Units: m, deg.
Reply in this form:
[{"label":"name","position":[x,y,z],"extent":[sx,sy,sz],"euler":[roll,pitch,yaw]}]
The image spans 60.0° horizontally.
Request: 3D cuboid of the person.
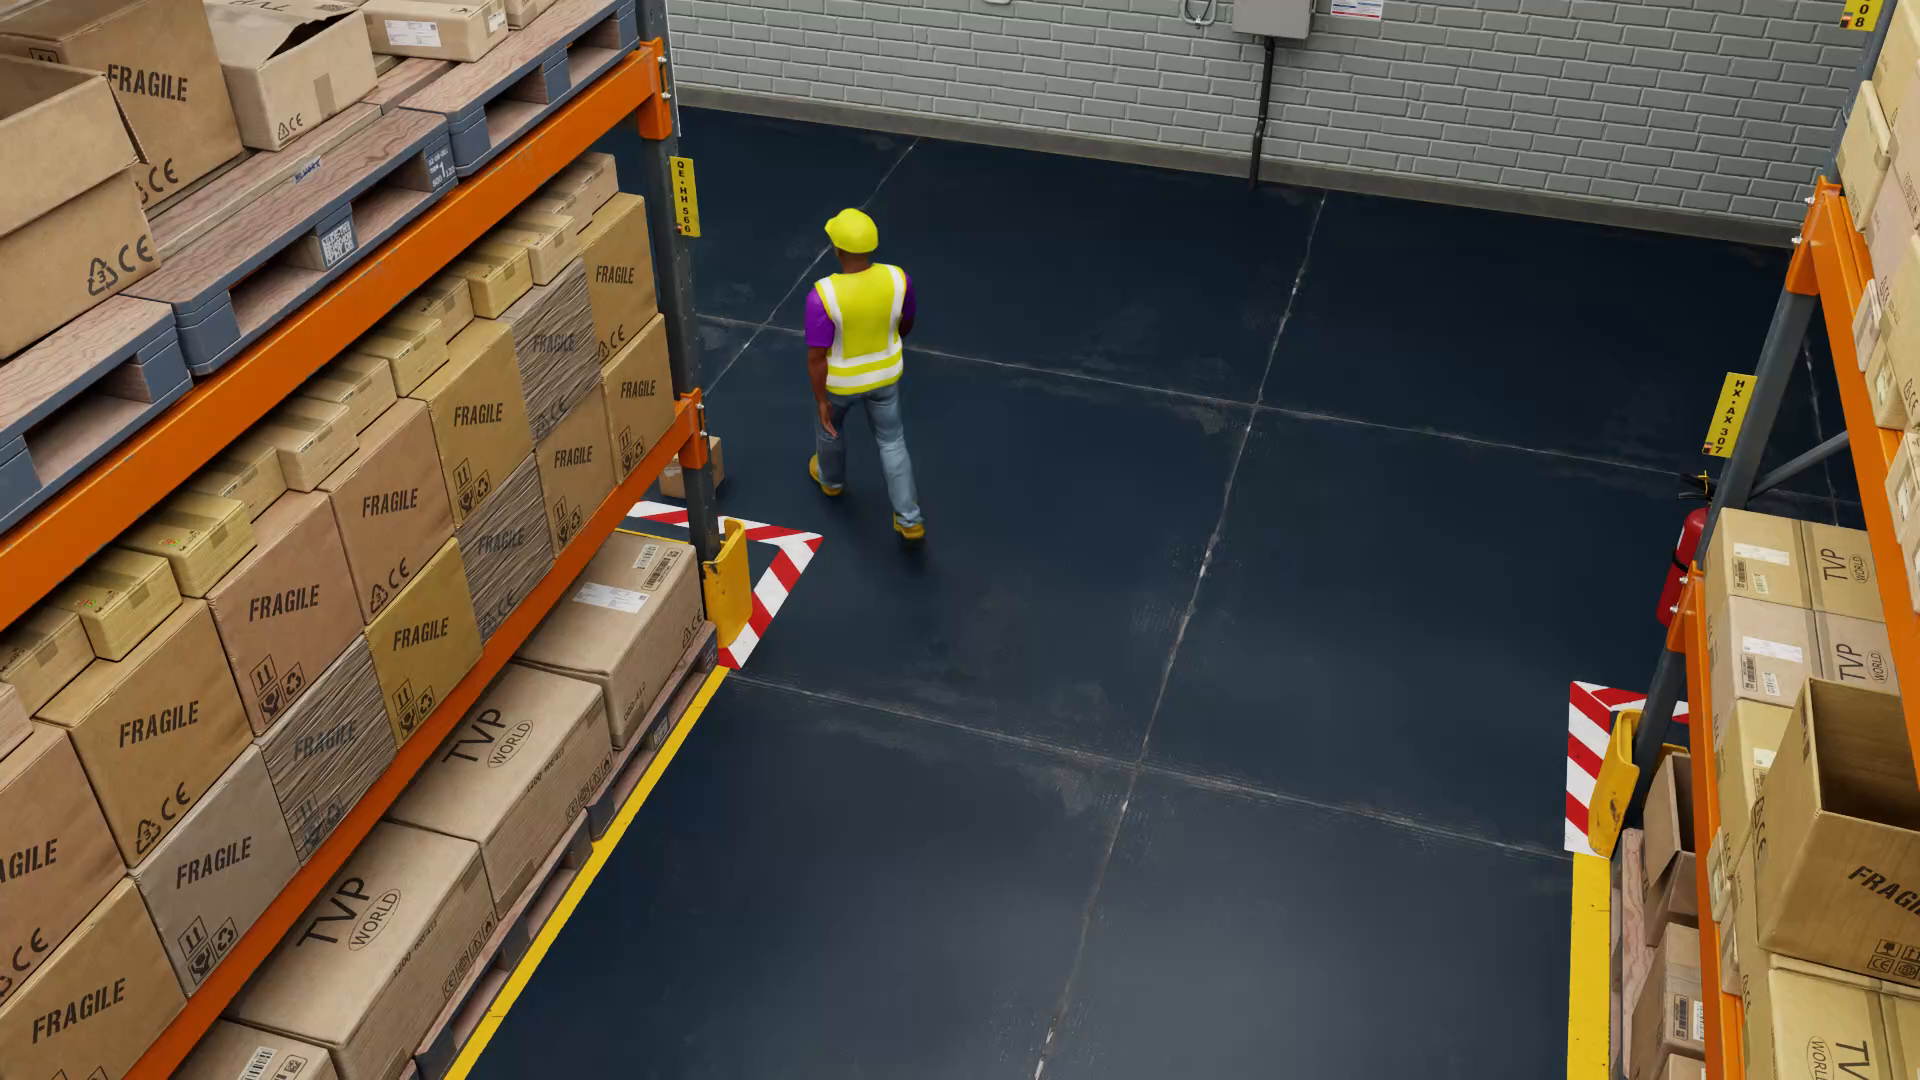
[{"label":"person","position":[-0.494,-0.826,7.987],"extent":[0.580,1.725,0.985],"euler":[-13,39,-16]}]
